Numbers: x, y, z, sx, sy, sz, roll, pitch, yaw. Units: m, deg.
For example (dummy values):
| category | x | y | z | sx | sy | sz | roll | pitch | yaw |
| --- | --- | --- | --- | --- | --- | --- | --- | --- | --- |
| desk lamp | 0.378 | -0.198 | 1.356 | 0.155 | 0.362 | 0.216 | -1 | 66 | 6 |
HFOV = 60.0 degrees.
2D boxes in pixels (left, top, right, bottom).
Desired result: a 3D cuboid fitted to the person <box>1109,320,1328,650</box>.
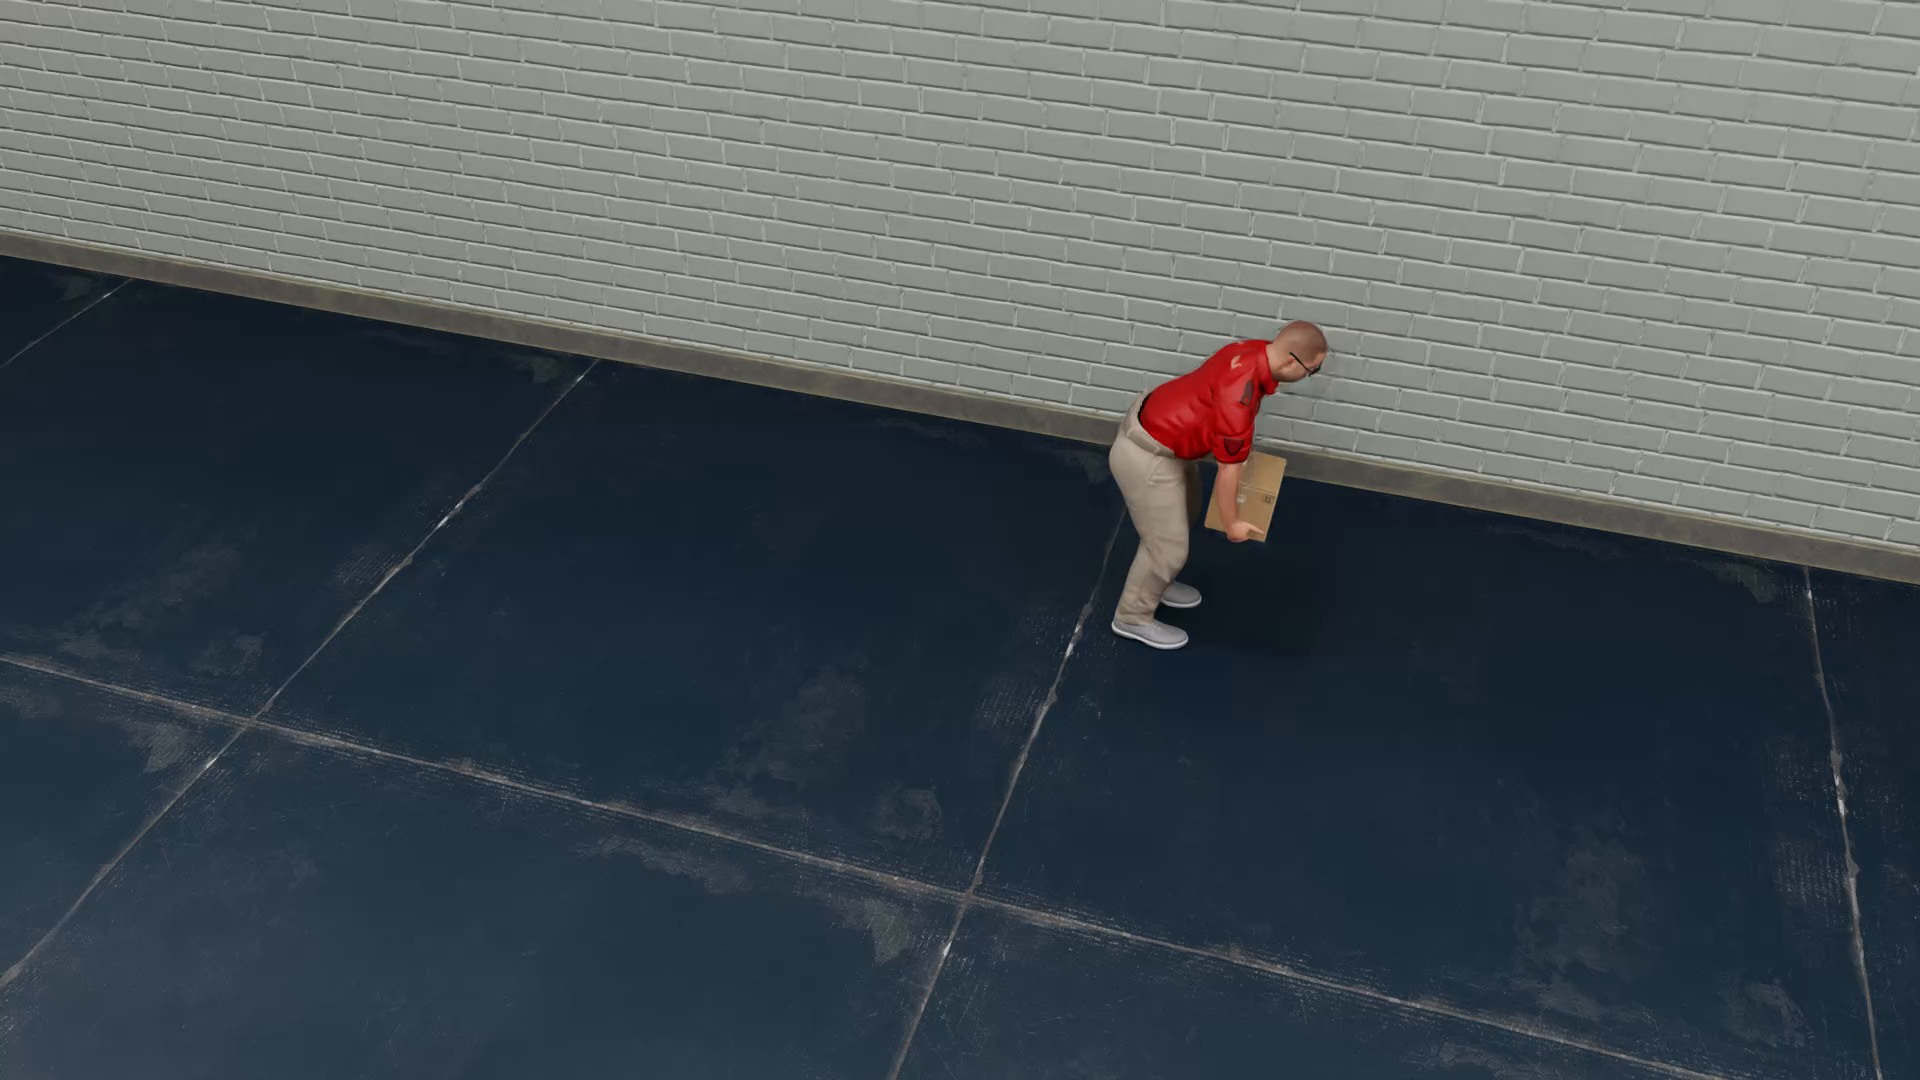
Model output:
| category | x | y | z | sx | sy | sz | roll | pitch | yaw |
| --- | --- | --- | --- | --- | --- | --- | --- | --- | --- |
| person | 0.996 | -0.241 | 6.681 | 0.780 | 1.503 | 0.475 | 10 | 38 | 13 |
